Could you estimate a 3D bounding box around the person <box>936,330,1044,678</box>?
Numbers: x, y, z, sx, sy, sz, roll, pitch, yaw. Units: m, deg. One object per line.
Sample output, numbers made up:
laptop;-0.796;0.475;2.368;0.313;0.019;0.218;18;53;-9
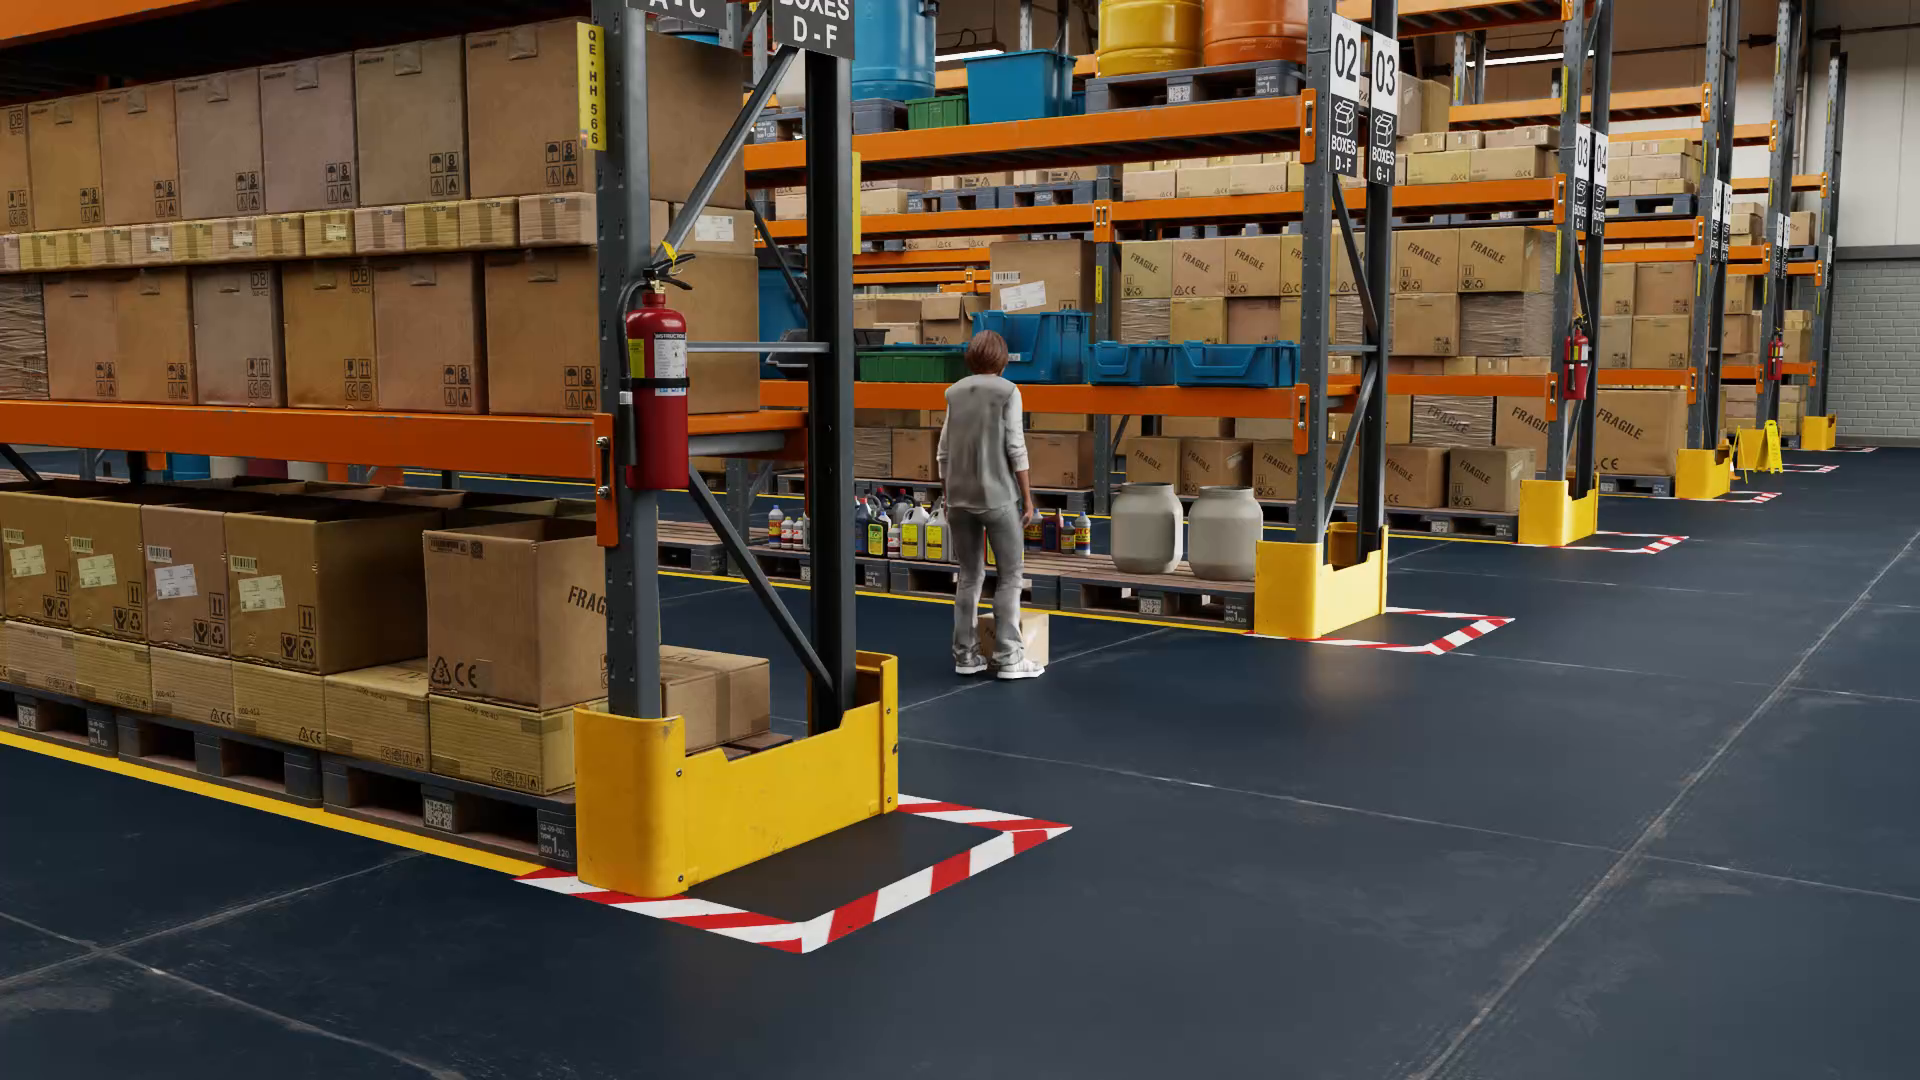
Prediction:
person;0.120;-0.163;7.634;0.483;1.591;0.347;4;8;30
